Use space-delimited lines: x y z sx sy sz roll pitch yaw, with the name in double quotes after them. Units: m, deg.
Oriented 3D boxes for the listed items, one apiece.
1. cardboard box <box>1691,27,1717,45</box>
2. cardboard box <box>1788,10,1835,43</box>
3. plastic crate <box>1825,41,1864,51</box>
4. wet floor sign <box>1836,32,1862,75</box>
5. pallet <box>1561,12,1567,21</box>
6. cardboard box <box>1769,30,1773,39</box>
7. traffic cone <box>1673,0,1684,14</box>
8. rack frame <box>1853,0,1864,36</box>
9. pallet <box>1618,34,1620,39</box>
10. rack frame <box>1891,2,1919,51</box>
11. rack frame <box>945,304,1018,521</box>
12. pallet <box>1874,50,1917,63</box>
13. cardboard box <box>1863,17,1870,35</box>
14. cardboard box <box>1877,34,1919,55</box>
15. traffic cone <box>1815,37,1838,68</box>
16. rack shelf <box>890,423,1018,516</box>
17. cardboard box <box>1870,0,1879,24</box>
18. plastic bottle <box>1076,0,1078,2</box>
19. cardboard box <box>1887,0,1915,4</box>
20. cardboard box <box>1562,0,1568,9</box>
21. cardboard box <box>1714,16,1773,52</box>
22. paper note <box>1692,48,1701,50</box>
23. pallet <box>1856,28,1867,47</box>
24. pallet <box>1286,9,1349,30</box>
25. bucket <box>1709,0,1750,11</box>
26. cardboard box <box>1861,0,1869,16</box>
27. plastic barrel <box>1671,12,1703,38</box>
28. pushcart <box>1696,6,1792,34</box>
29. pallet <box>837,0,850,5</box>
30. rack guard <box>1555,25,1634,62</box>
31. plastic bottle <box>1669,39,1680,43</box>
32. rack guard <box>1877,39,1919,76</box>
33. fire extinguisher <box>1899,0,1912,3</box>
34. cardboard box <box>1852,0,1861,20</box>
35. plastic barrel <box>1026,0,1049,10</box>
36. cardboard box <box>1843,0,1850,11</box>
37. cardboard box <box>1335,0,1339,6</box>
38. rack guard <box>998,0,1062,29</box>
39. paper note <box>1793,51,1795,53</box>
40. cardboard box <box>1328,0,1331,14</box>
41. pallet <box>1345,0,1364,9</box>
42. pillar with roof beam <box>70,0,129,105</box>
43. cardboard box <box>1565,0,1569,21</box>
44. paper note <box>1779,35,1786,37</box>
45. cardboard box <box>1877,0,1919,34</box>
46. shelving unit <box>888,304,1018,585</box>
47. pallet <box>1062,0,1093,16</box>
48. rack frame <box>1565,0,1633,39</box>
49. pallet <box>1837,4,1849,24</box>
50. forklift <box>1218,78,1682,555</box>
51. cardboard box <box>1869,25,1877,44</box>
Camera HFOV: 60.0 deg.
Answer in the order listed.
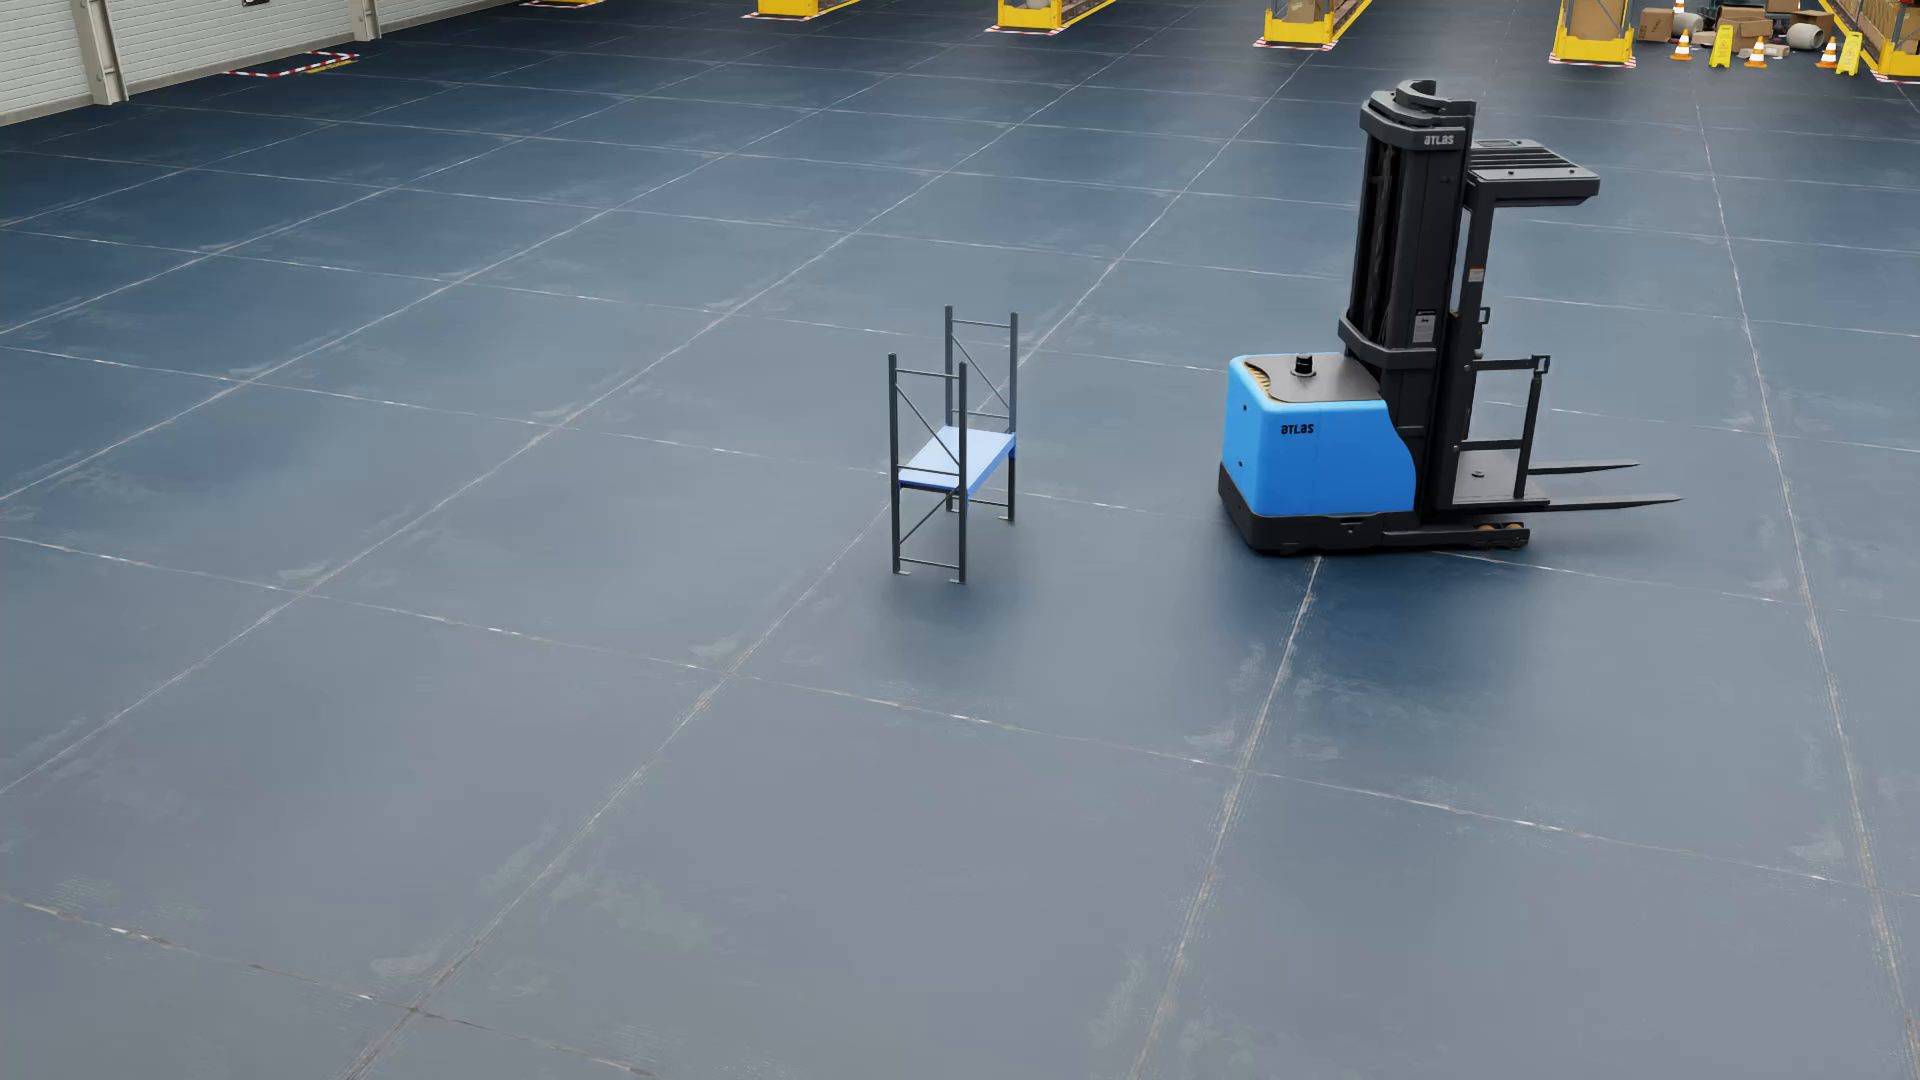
13.128 -8.896 29.318 0.396 0.266 0.258 14 29 26 "cardboard box"
15.025 -9.056 29.378 0.500 0.500 0.500 -14 29 -27 "cardboard box"
15.369 -8.583 28.885 0.402 0.080 0.583 0 26 -1 "plastic crate"
14.261 -7.797 26.613 0.267 0.644 0.232 20 32 35 "wet floor sign"
11.636 -9.543 30.718 1.003 0.211 1.213 9 27 17 "pallet"
14.370 -9.169 29.883 0.258 0.266 0.396 -9 27 -18 "cardboard box"
13.833 -10.290 31.971 0.336 0.463 0.334 9 27 17 "traffic cone"
16.665 -10.423 29.336 1.000 3.000 0.127 9 27 17 "rack frame"
10.824 -8.541 28.647 1.003 0.211 1.213 9 27 17 "pallet"
15.334 -8.780 25.941 1.000 3.000 0.127 9 27 17 "rack frame"
0.141 -0.849 11.282 0.500 1.500 0.032 9 27 17 "rack frame"
15.663 -7.884 27.292 1.003 0.211 1.213 9 27 17 "pallet"
16.047 -8.950 28.967 0.500 0.250 0.500 10 28 20 "cardboard box"
15.357 -8.112 27.236 0.500 0.250 0.500 9 27 17 "cardboard box"
14.260 -8.001 27.245 0.336 0.463 0.334 9 27 17 "traffic cone"
-0.028 -0.478 10.929 0.538 0.185 1.000 9 27 17 "rack shelf"
15.873 -9.074 28.363 0.500 0.500 0.500 10 28 20 "cardboard box"
2.249 -10.616 32.440 0.097 0.201 0.097 0 26 0 "plastic bottle"
15.413 -8.888 27.233 0.380 0.149 0.250 10 27 19 "cardboard box"
12.085 -10.544 31.685 1.050 0.750 0.750 9 27 17 "cardboard box"
13.531 -8.745 28.734 0.797 0.503 0.637 -9 27 -18 "cardboard box"
12.741 -8.500 28.772 0.144 0.017 0.142 20 32 35 "paper note"
16.475 -8.887 29.363 1.003 0.211 1.213 9 27 17 "pallet"
6.725 -9.821 31.292 1.003 0.211 1.213 9 27 17 "pallet"
14.092 -9.920 30.309 0.726 0.611 0.620 20 22 35 "bucket"
16.214 -9.509 29.260 0.500 0.500 0.500 10 28 20 "cardboard box"
13.032 -9.251 29.872 0.421 0.421 0.512 -14 29 -27 "plastic barrel"
14.498 -9.553 30.548 1.648 0.377 0.936 0 26 -1 "pushcart"
-2.729 -11.220 34.180 1.003 0.211 1.213 9 27 17 "pallet"
10.624 -8.321 27.862 1.175 0.500 0.348 9 27 17 "rack guard"
12.706 -8.831 29.419 0.283 0.061 0.133 0 26 -1 "plastic bottle"
15.359 -7.686 26.550 1.175 0.500 0.348 9 27 17 "rack guard"
14.861 -8.764 25.999 0.296 0.674 0.183 9 27 17 "fire extinguisher"
16.837 -9.645 30.263 0.950 0.372 0.625 9 27 18 "cardboard box"
1.465 -10.286 31.425 0.421 0.512 0.421 0 26 0 "plastic barrel"
17.303 -10.227 31.465 0.950 0.372 0.625 10 27 19 "cardboard box"
6.965 -10.529 31.941 0.500 0.500 0.500 19 32 34 "cardboard box"
1.299 -9.848 31.016 1.175 0.500 0.348 9 27 17 "rack guard"
14.315 -8.376 28.538 0.032 0.001 0.123 9 27 17 "paper note"
6.605 -10.040 30.931 0.500 0.500 0.500 11 28 22 "cardboard box"
7.577 -10.926 33.573 1.003 0.211 1.213 9 27 17 "pallet"
-8.541 -9.929 21.431 9.100 9.000 0.400 9 27 17 "pillar with roof beam"
11.086 -9.339 29.052 0.875 0.875 0.875 8 27 17 "cardboard box"
14.880 -9.117 30.044 0.148 0.019 0.142 9 27 17 "paper note"
15.525 -8.650 27.487 0.500 0.500 0.500 10 28 19 "cardboard box"
-0.028 -0.640 10.851 0.538 1.500 1.048 9 27 17 "shelving unit"
1.982 -10.551 32.799 1.003 0.211 1.213 9 27 17 "pallet"
10.632 -9.456 27.338 1.000 3.000 0.127 9 27 17 "rack frame"
17.327 -9.991 31.644 1.003 0.211 1.213 9 27 17 "pallet"
3.378 -1.476 10.936 3.031 2.935 1.130 -3 26 -5 "forklift"
15.698 -8.530 28.098 0.500 0.250 0.500 8 27 16 "cardboard box"
